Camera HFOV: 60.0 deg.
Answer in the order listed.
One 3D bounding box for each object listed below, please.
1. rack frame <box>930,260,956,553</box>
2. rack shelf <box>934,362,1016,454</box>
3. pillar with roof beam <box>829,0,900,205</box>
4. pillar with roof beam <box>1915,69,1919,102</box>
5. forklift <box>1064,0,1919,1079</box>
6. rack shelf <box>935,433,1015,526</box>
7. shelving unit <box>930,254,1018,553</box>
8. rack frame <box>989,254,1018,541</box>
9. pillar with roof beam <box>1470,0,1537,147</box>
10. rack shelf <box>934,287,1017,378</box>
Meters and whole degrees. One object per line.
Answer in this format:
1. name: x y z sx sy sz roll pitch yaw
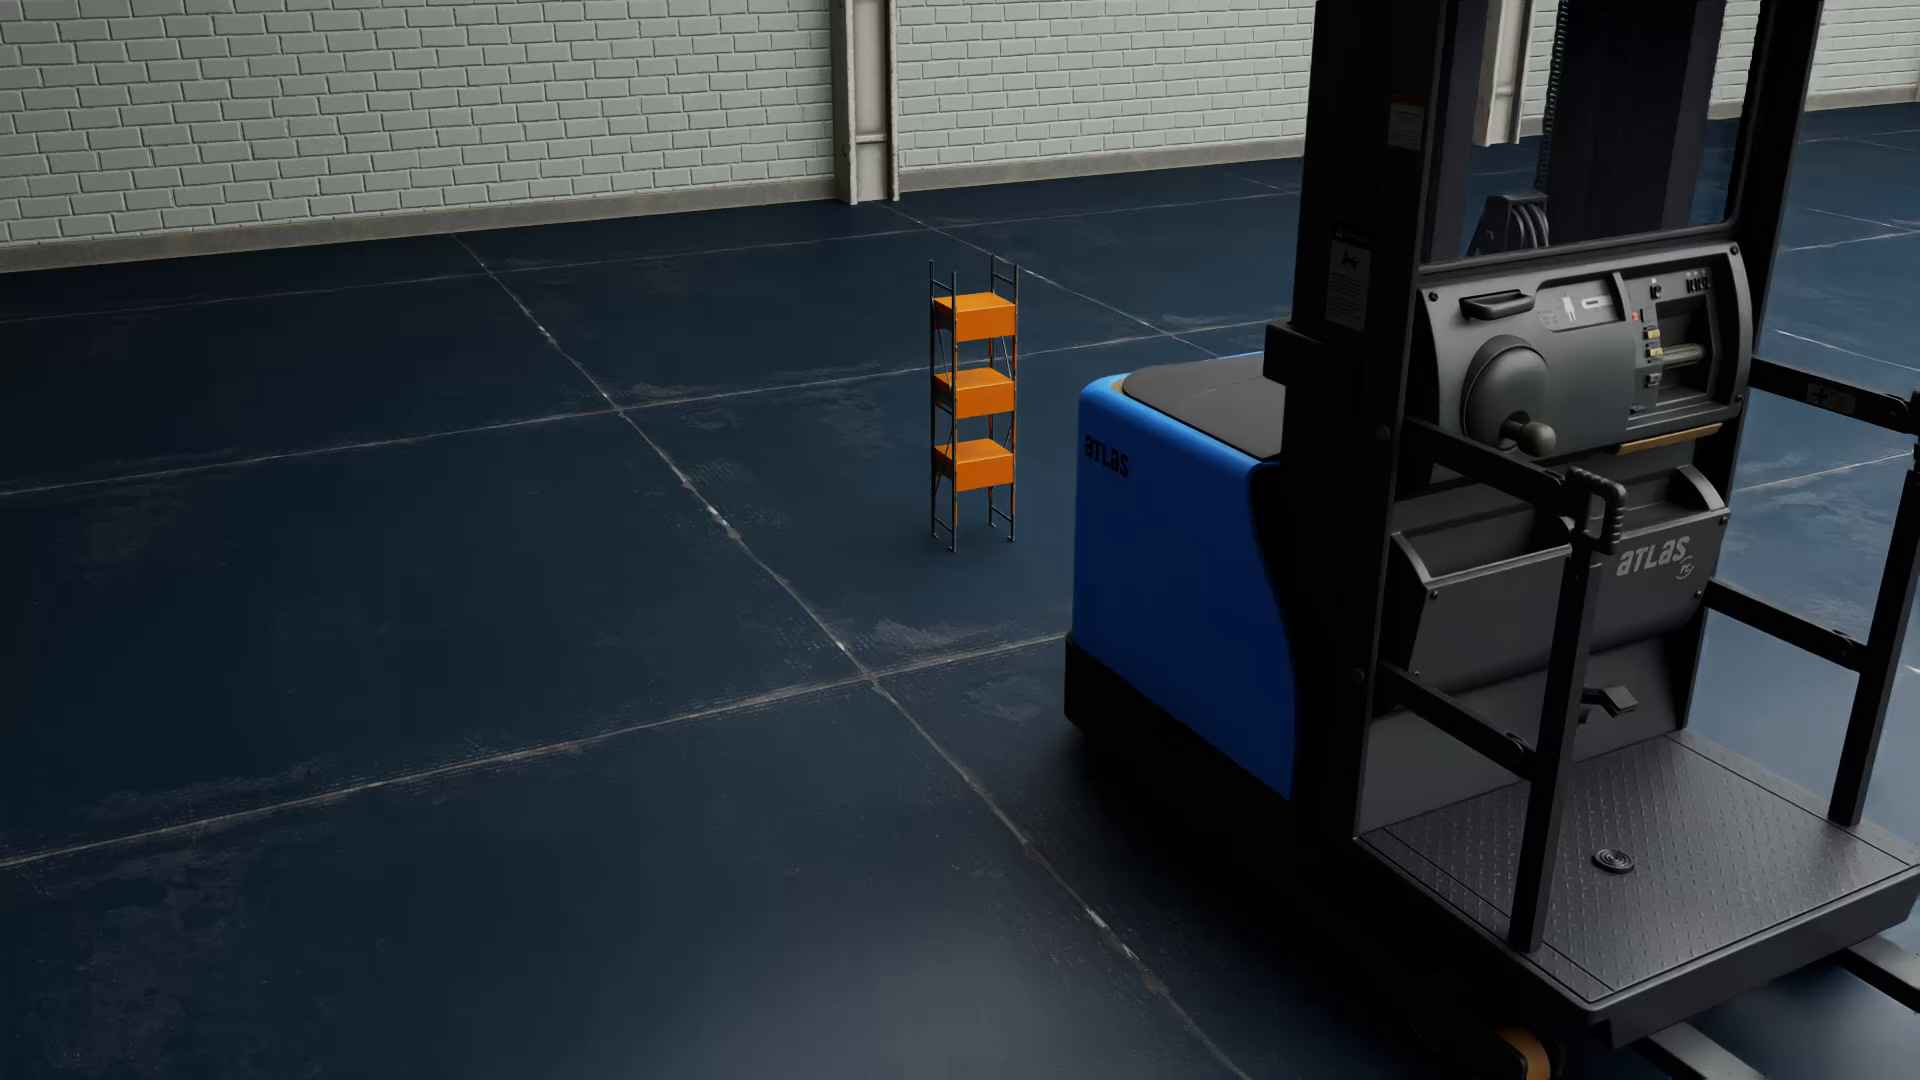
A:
1. rack frame: -0.062 -0.474 6.022 0.008 1.050 0.200 -10 25 -24
2. rack shelf: 0.048 -0.484 6.075 0.240 0.259 0.215 -10 25 -24
3. pillar with roof beam: 1.176 -5.217 7.087 0.400 9.000 9.100 -10 25 -24
4. pillar with roof beam: 11.988 -7.207 11.896 0.400 9.000 9.100 -10 25 -24
5. forklift: 1.443 -0.386 3.351 1.130 2.935 3.031 -12 25 -26
6. rack shelf: 0.048 -0.227 6.181 0.240 0.259 0.215 -10 25 -24
7. shelving unit: 0.048 -0.494 6.071 0.252 1.050 0.215 -10 25 -24
8. rack frame: 0.158 -0.514 6.120 0.008 1.050 0.200 -10 25 -24
9. pillar with roof beam: 6.582 -6.212 9.492 0.400 9.000 9.100 -10 25 -24
10. rack shelf: 0.048 -0.746 5.966 0.240 0.259 0.215 -10 25 -24
